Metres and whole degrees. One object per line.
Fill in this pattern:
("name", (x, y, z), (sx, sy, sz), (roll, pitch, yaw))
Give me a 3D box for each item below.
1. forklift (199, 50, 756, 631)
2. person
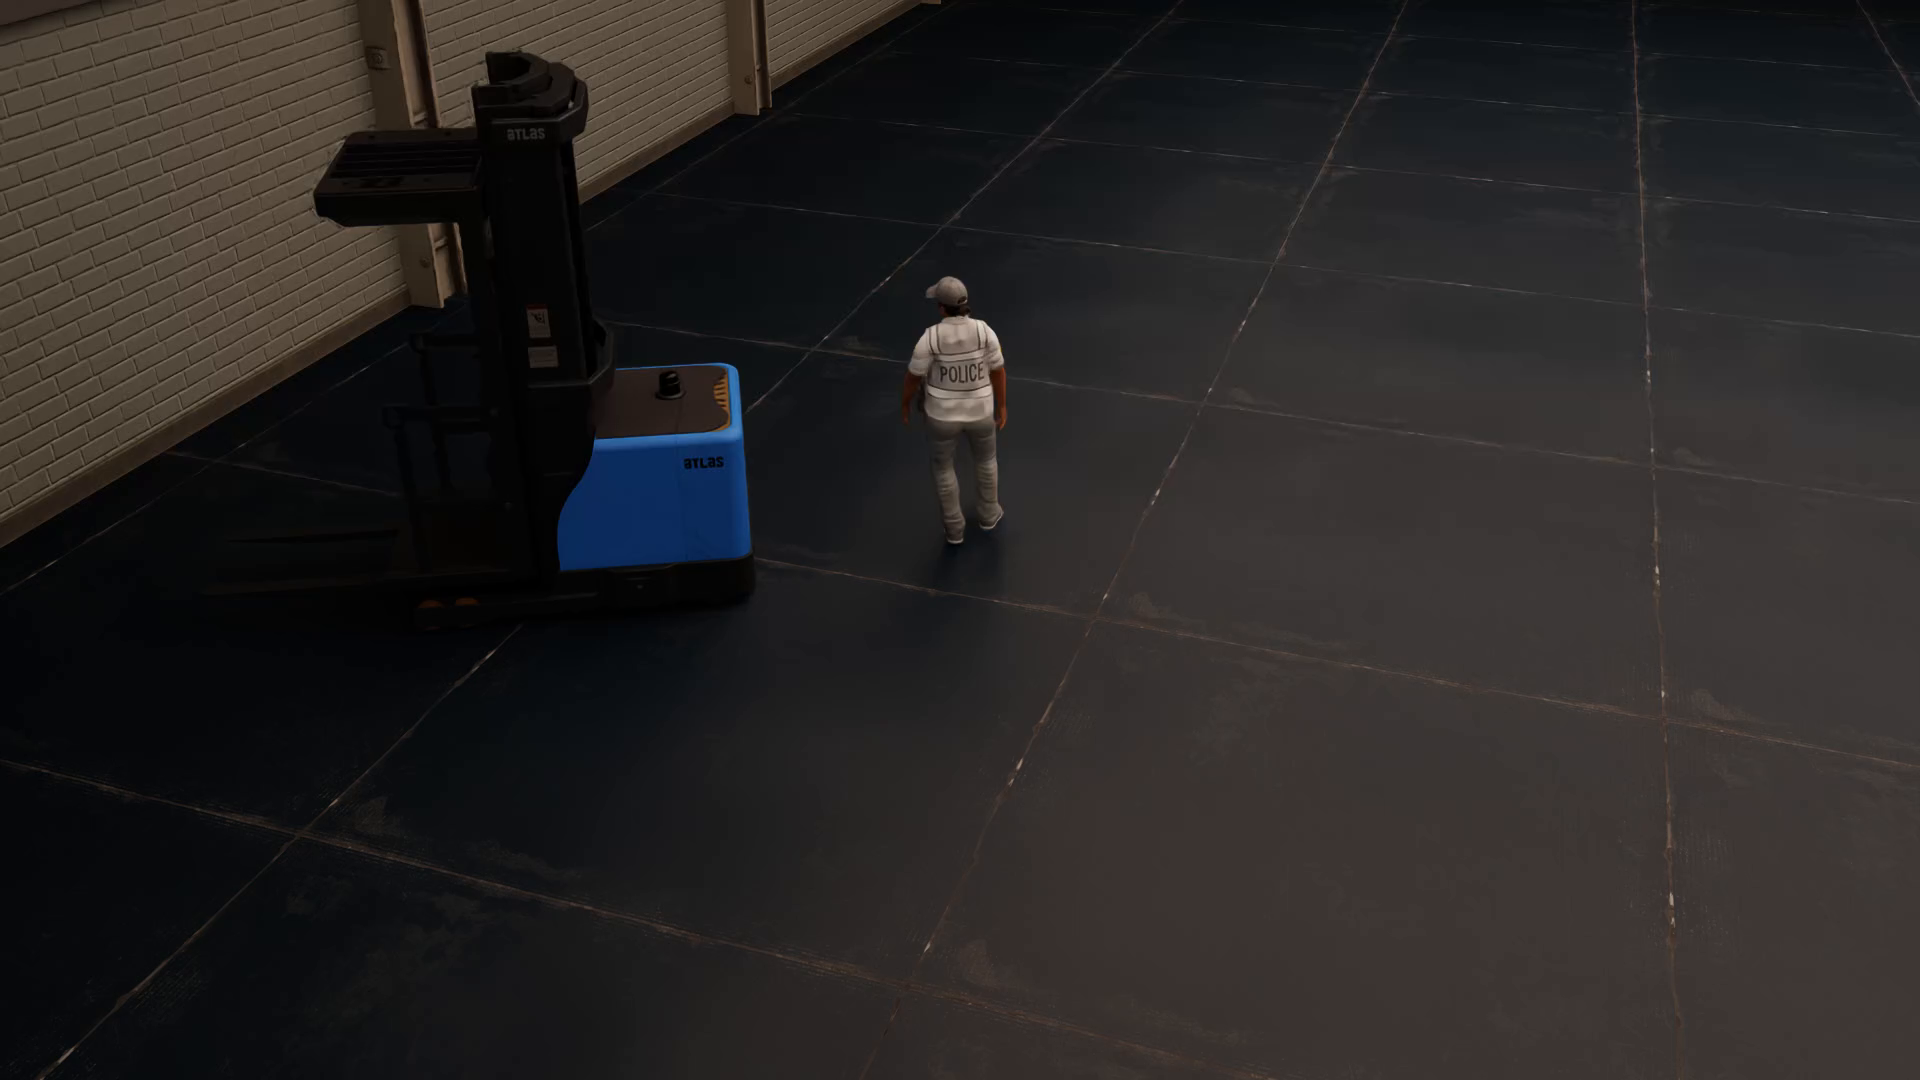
("forklift", (-2.725, -1.051, 8.981), (3.031, 2.935, 1.130), (-4, 30, -7))
("person", (-0.014, -0.773, 9.786), (0.649, 1.654, 0.470), (-7, 30, -11))
